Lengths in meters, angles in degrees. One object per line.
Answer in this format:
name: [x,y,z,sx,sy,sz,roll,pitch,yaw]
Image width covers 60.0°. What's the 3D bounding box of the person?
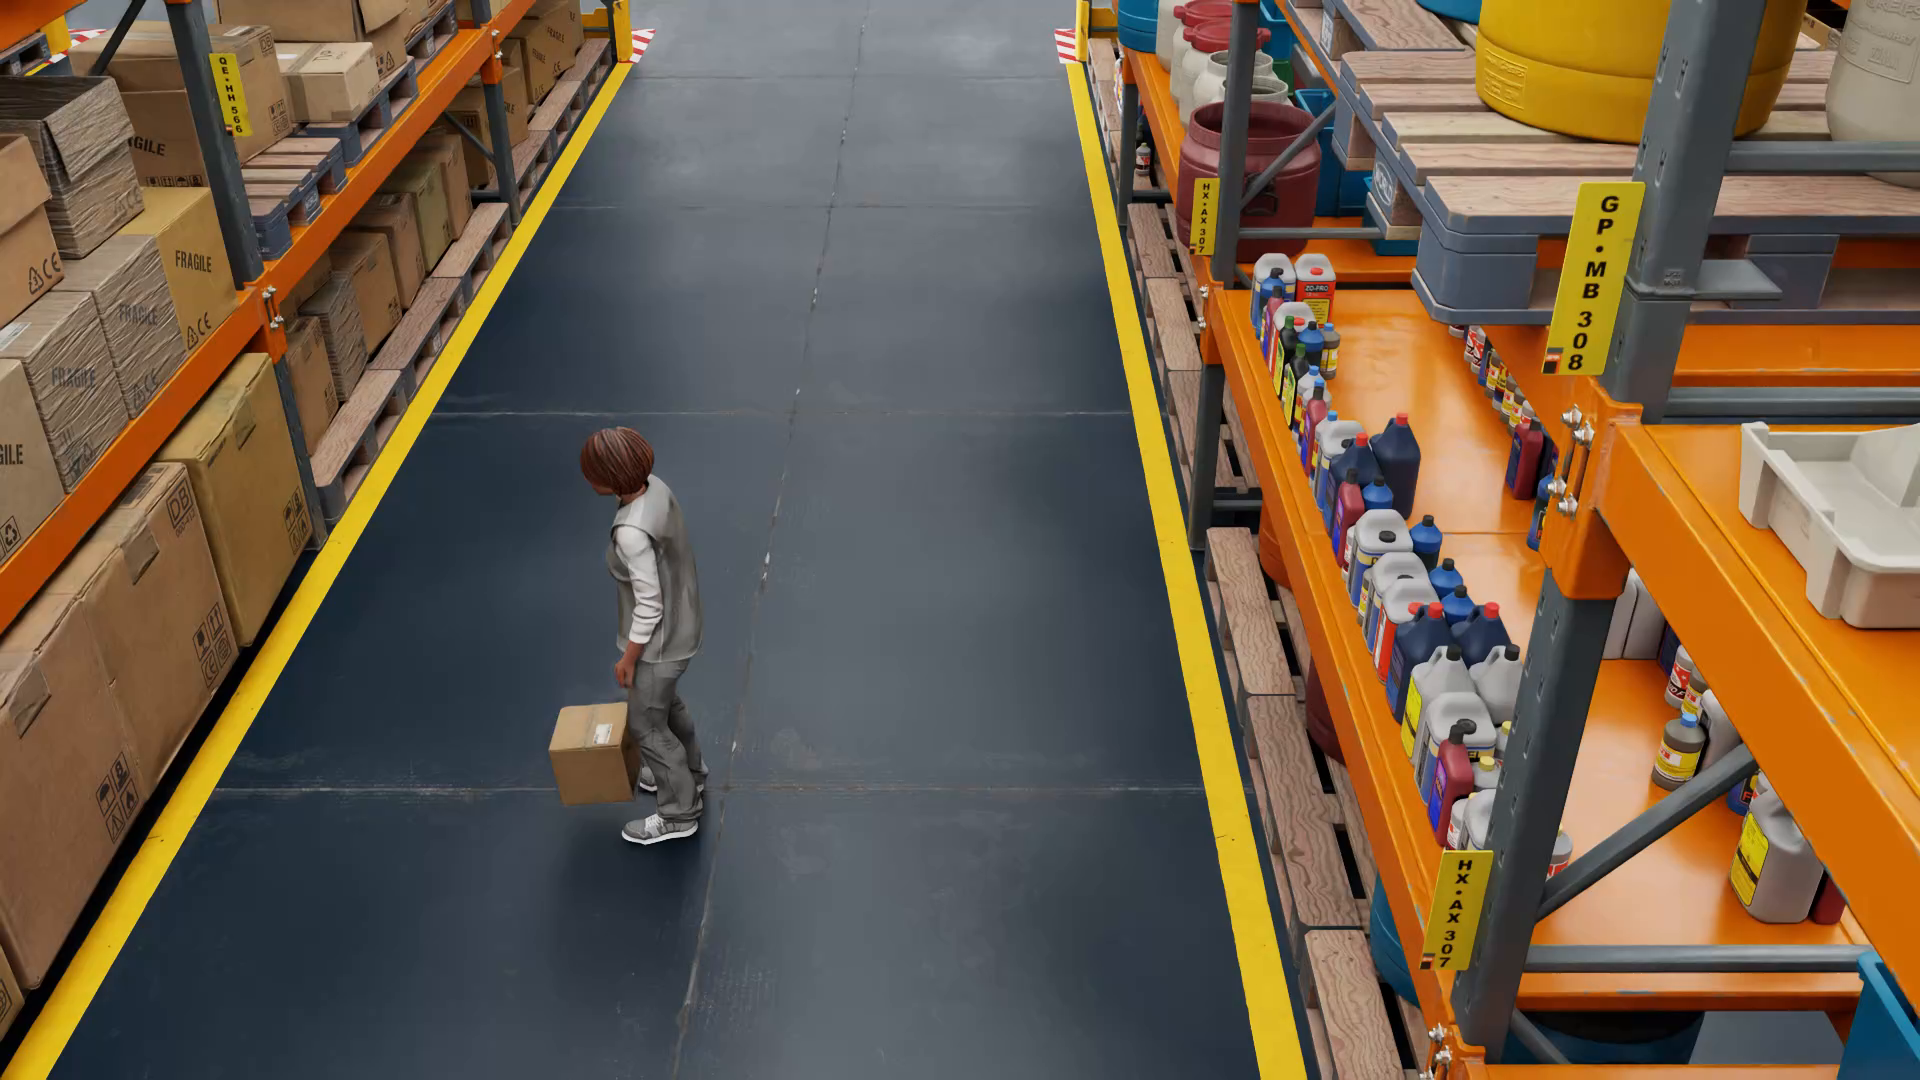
person: [-1.039,0.325,5.623,0.343,1.595,0.456,-1,32,-2]
